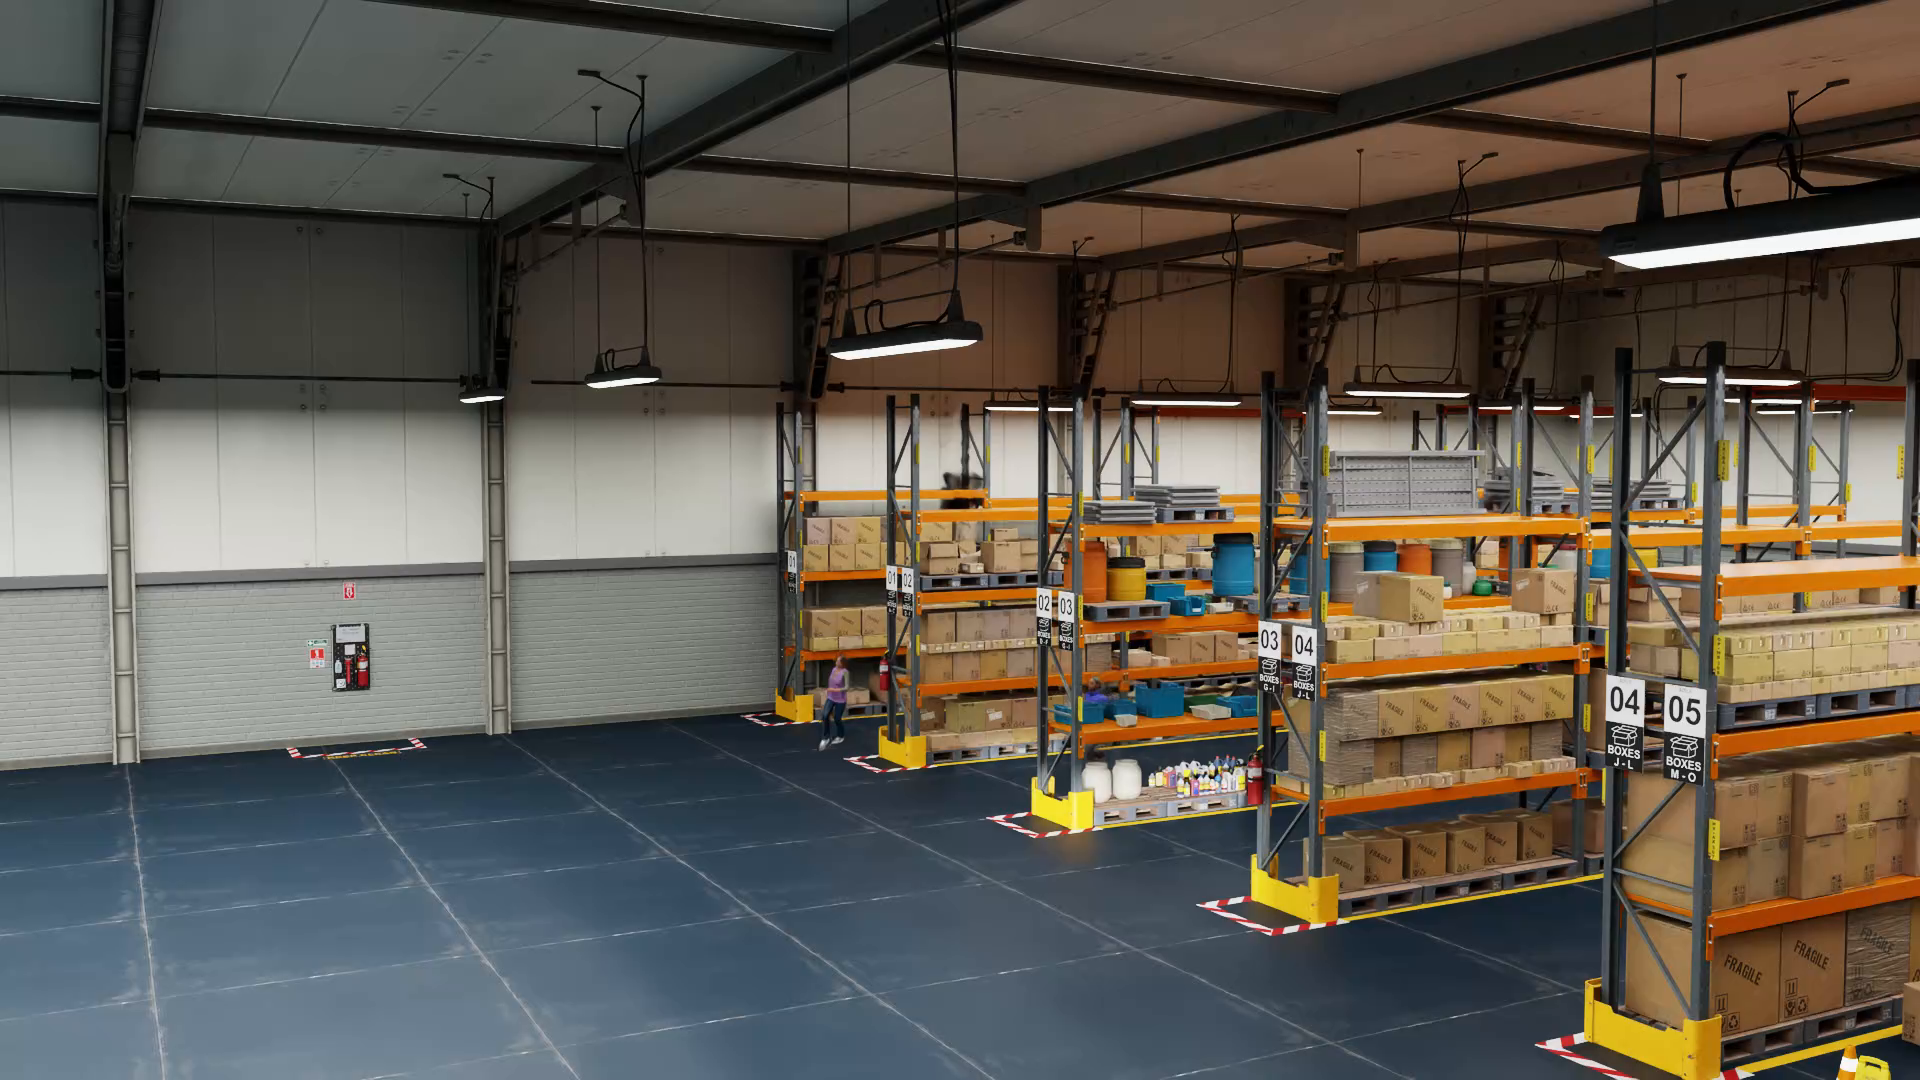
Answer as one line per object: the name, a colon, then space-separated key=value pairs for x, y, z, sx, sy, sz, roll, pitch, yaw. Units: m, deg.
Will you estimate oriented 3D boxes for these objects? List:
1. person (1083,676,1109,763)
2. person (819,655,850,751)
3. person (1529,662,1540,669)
person: x=2.109 y=2.915 z=25.769 sx=0.578 sy=1.618 sz=0.582 roll=-3 pitch=4 yaw=-39
person: x=-2.037 y=2.720 z=27.928 sx=0.535 sy=1.613 sz=0.643 roll=2 pitch=4 yaw=29
person: x=10.277 y=2.593 z=30.010 sx=1.204 sy=1.758 sz=0.678 roll=-2 pitch=4 yaw=-31
